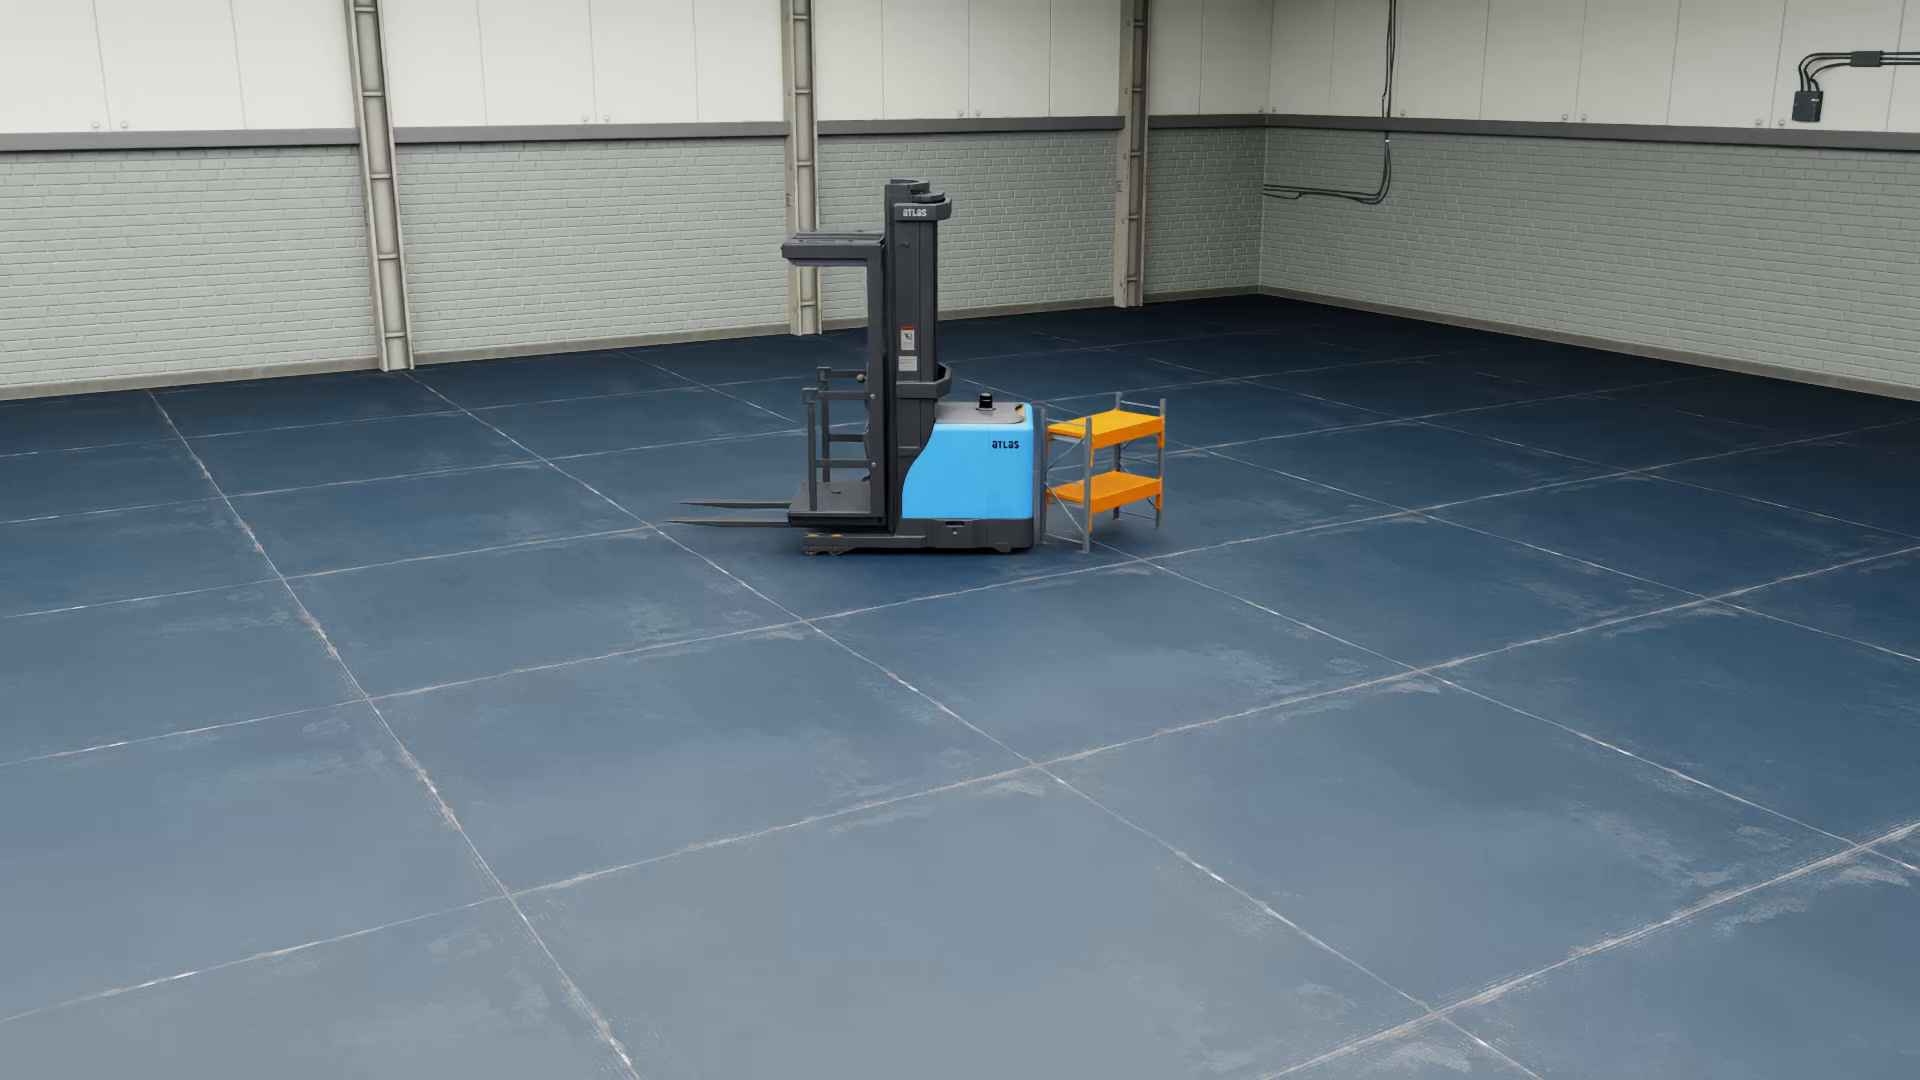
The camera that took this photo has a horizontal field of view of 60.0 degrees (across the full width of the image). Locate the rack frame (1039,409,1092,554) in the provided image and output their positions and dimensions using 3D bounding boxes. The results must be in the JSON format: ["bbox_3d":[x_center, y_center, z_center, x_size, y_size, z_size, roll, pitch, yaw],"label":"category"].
[{"bbox_3d":[0.857,-0.478,13.529,0.500,1.125,0.032,14,21,40],"label":"rack frame"}]

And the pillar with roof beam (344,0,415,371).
[{"bbox_3d":[-5.244,-5.610,17.252,0.400,9.000,9.100,-9,18,-30],"label":"pillar with roof beam"}]

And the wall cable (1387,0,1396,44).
[{"bbox_3d":[7.425,-8.689,24.630,0.112,2.526,3.097,-9,18,-30],"label":"wall cable"}]

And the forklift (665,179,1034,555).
[{"bbox_3d":[-0.903,-1.432,13.588,3.031,2.935,1.130,0,16,2],"label":"forklift"}]

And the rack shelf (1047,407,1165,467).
[{"bbox_3d":[1.196,-0.862,13.815,0.538,0.278,1.000,14,21,40],"label":"rack shelf"}]

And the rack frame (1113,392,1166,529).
[{"bbox_3d":[1.535,-0.682,14.258,0.500,1.125,0.032,14,21,40],"label":"rack frame"}]

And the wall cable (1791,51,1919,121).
[{"bbox_3d":[10.907,-7.817,18.823,0.169,6.003,2.305,-9,18,-30],"label":"wall cable"}]

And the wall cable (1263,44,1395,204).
[{"bbox_3d":[6.031,-6.883,27.545,0.112,2.526,3.097,-9,18,-30],"label":"wall cable"}]

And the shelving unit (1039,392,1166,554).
[{"bbox_3d":[1.196,-0.580,13.894,0.538,1.125,1.048,14,21,40],"label":"shelving unit"}]

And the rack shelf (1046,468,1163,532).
[{"bbox_3d":[1.196,-0.344,13.960,0.538,0.278,1.000,14,21,40],"label":"rack shelf"}]

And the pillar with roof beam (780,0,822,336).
[{"bbox_3d":[-0.101,-6.444,20.227,0.400,9.000,9.100,-9,18,-30],"label":"pillar with roof beam"}]

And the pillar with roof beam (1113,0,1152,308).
[{"bbox_3d":[5.042,-7.278,23.203,0.400,9.000,9.100,-9,18,-30],"label":"pillar with roof beam"}]
